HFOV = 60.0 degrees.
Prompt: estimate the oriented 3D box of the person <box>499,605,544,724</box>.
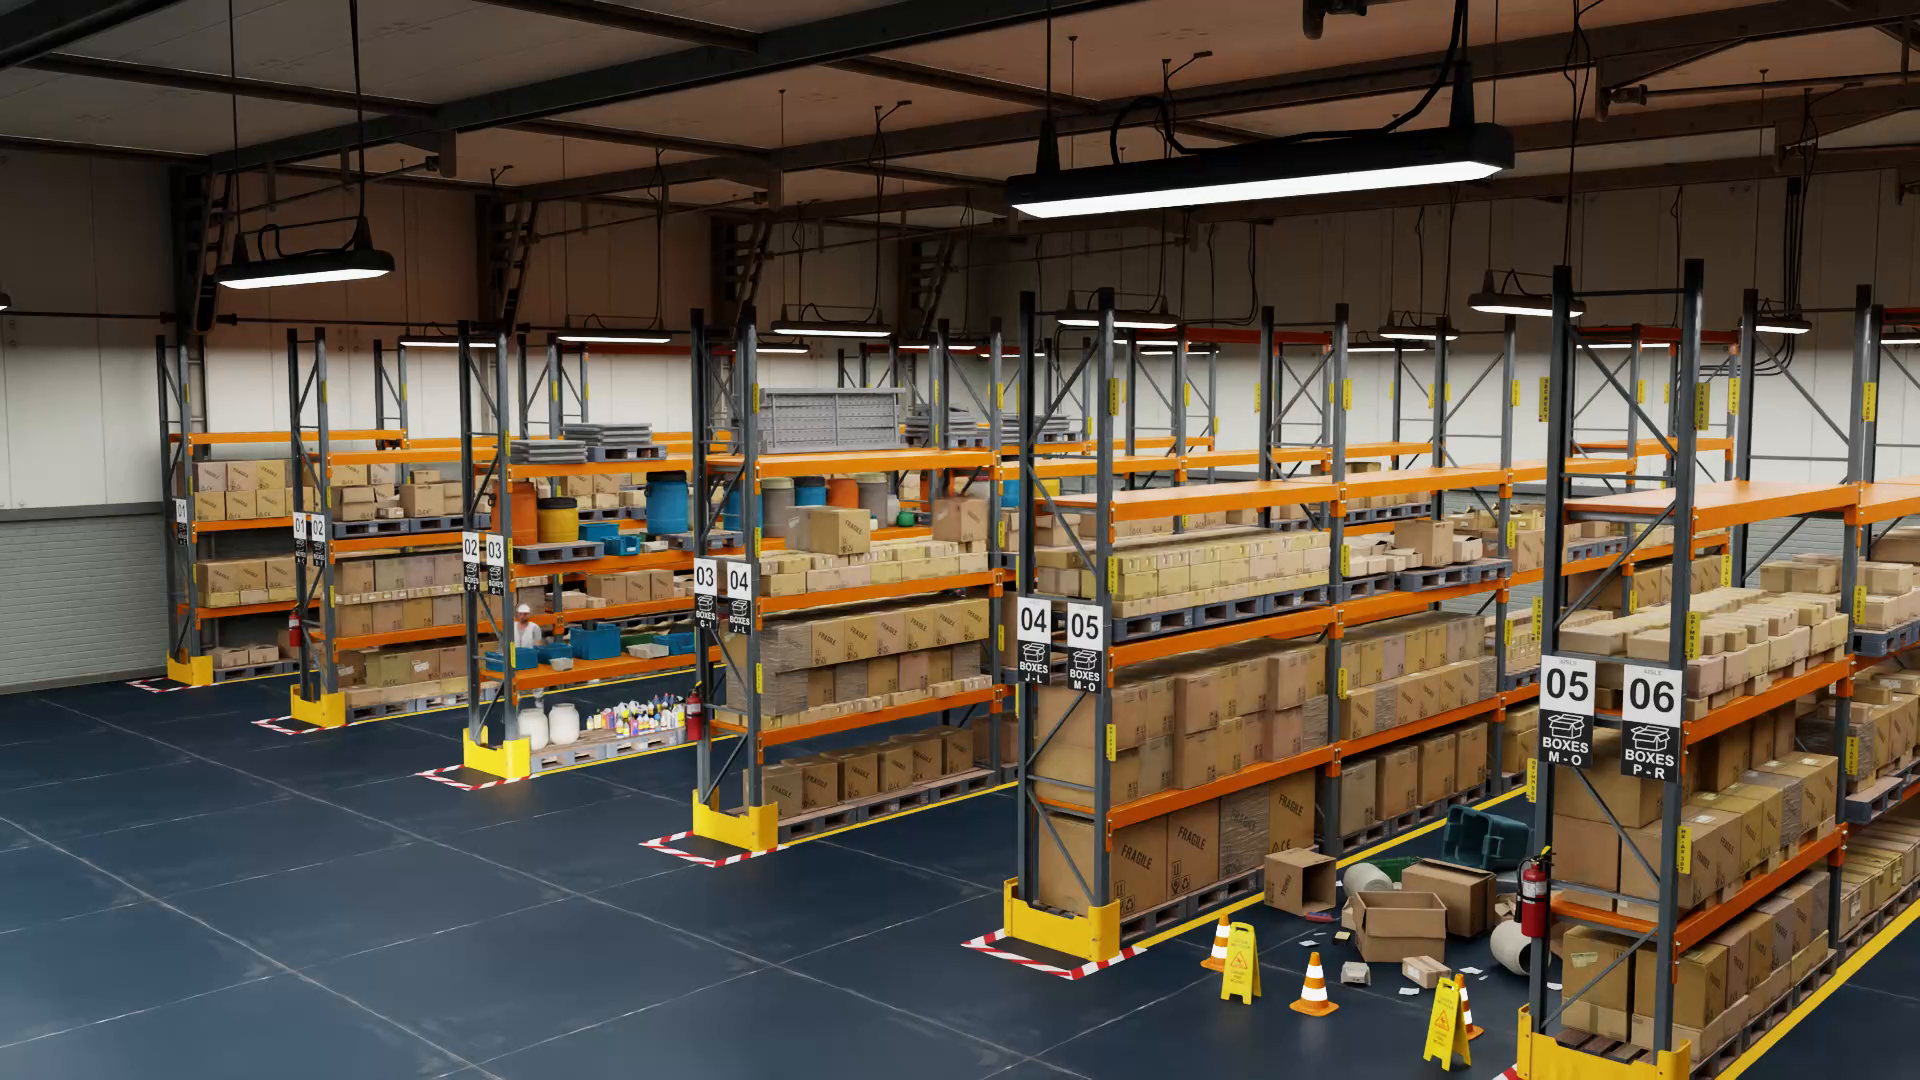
[{"bbox_3d":[-6.733,1.874,25.642,0.634,1.770,0.959,1,6,13],"label":"person"}]
